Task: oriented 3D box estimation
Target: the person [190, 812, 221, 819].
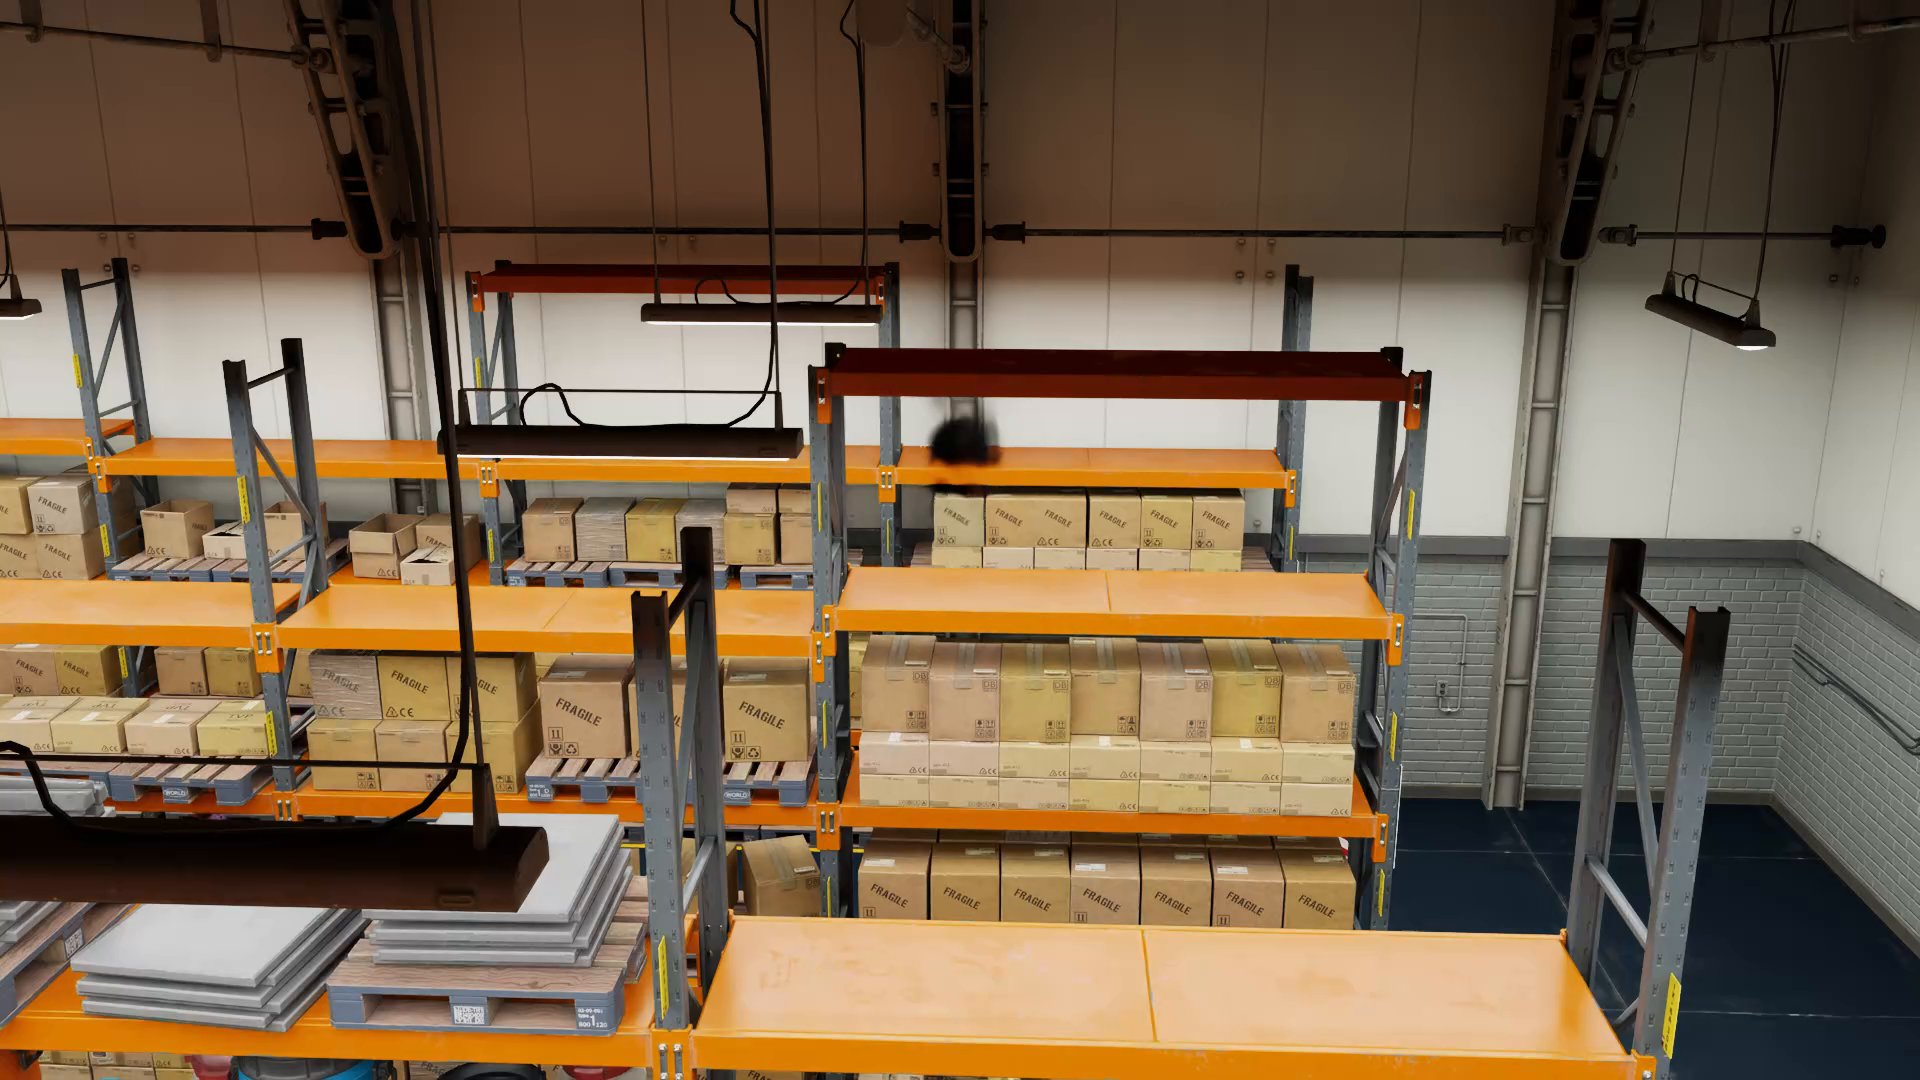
[{"bbox_3d":[-6.853,3.063,15.213,0.627,1.577,0.532,0,16,-1],"label":"person"}]
